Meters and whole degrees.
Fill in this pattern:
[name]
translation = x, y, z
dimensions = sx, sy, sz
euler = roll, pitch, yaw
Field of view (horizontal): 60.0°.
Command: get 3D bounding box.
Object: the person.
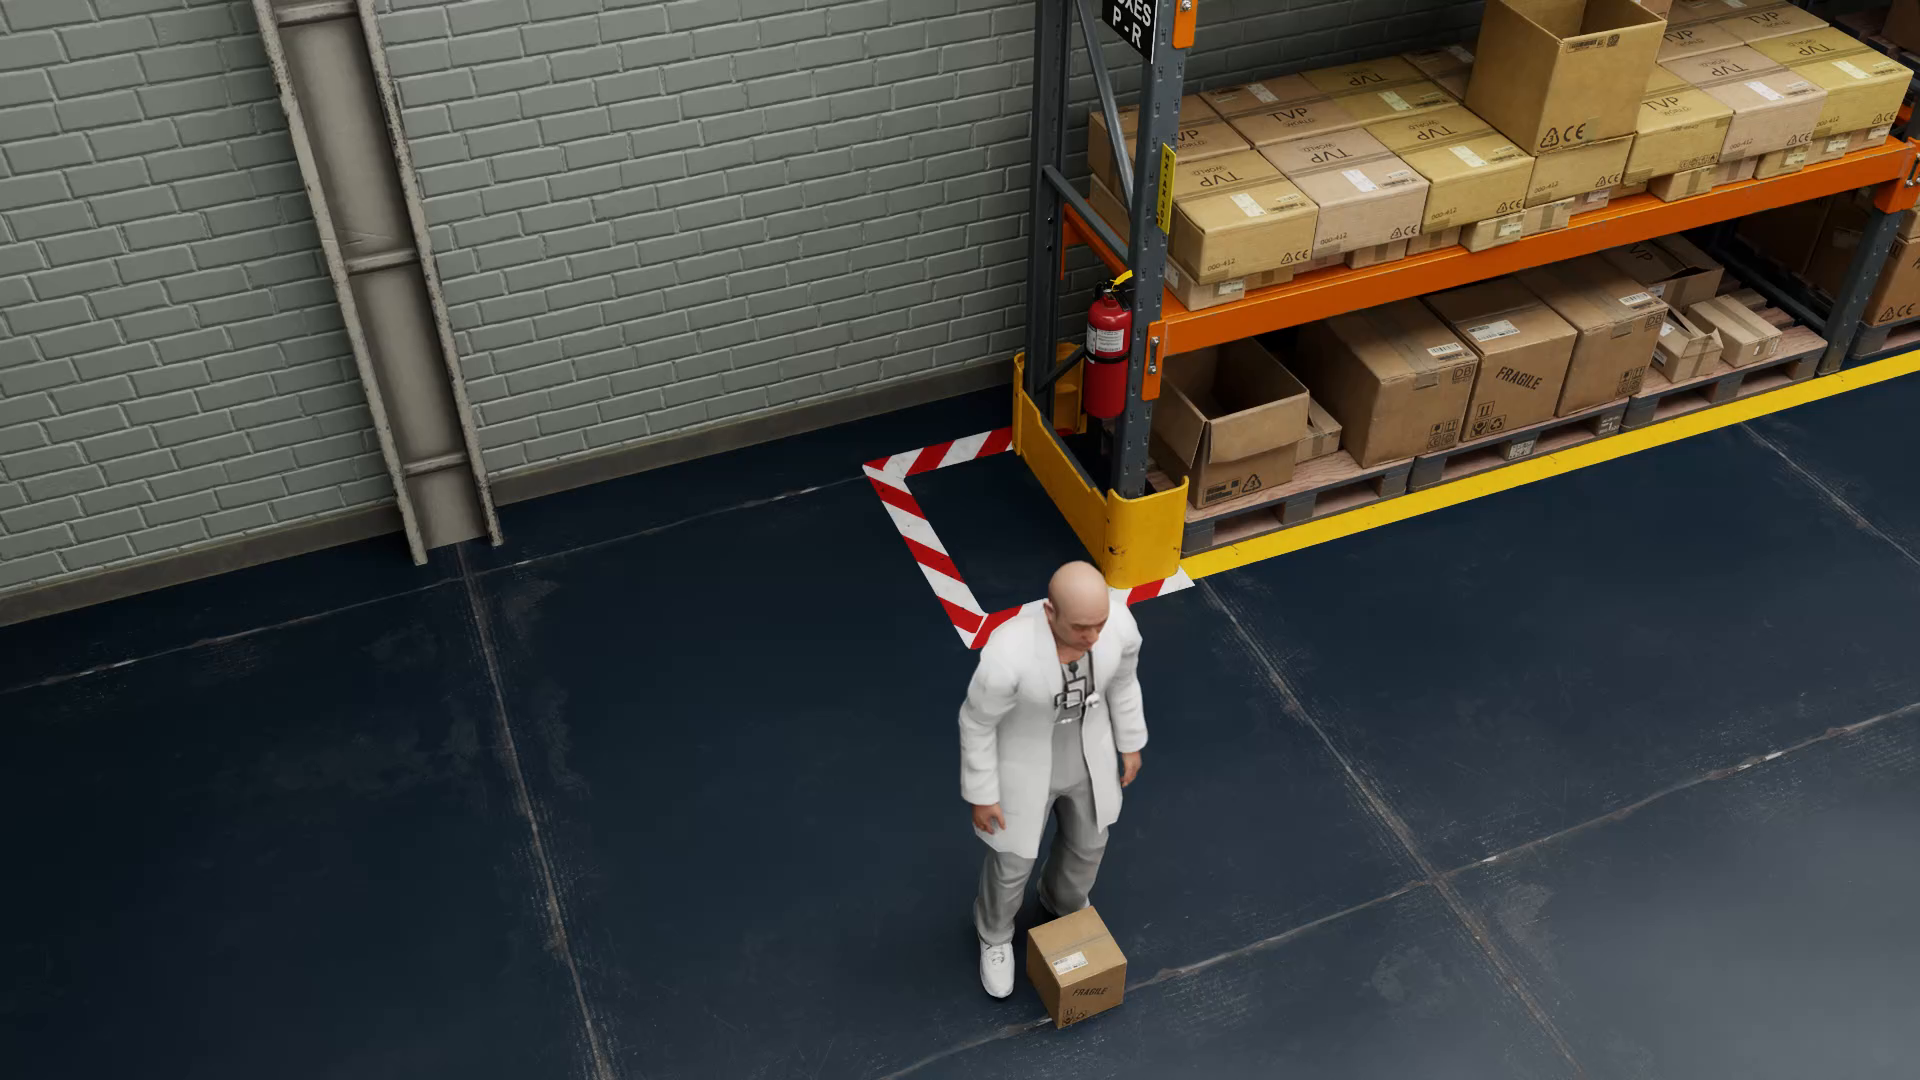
[person]
translation = 0.301, 0.726, 5.336
dimensions = 0.655, 1.769, 0.415
euler = -16, 44, -18
